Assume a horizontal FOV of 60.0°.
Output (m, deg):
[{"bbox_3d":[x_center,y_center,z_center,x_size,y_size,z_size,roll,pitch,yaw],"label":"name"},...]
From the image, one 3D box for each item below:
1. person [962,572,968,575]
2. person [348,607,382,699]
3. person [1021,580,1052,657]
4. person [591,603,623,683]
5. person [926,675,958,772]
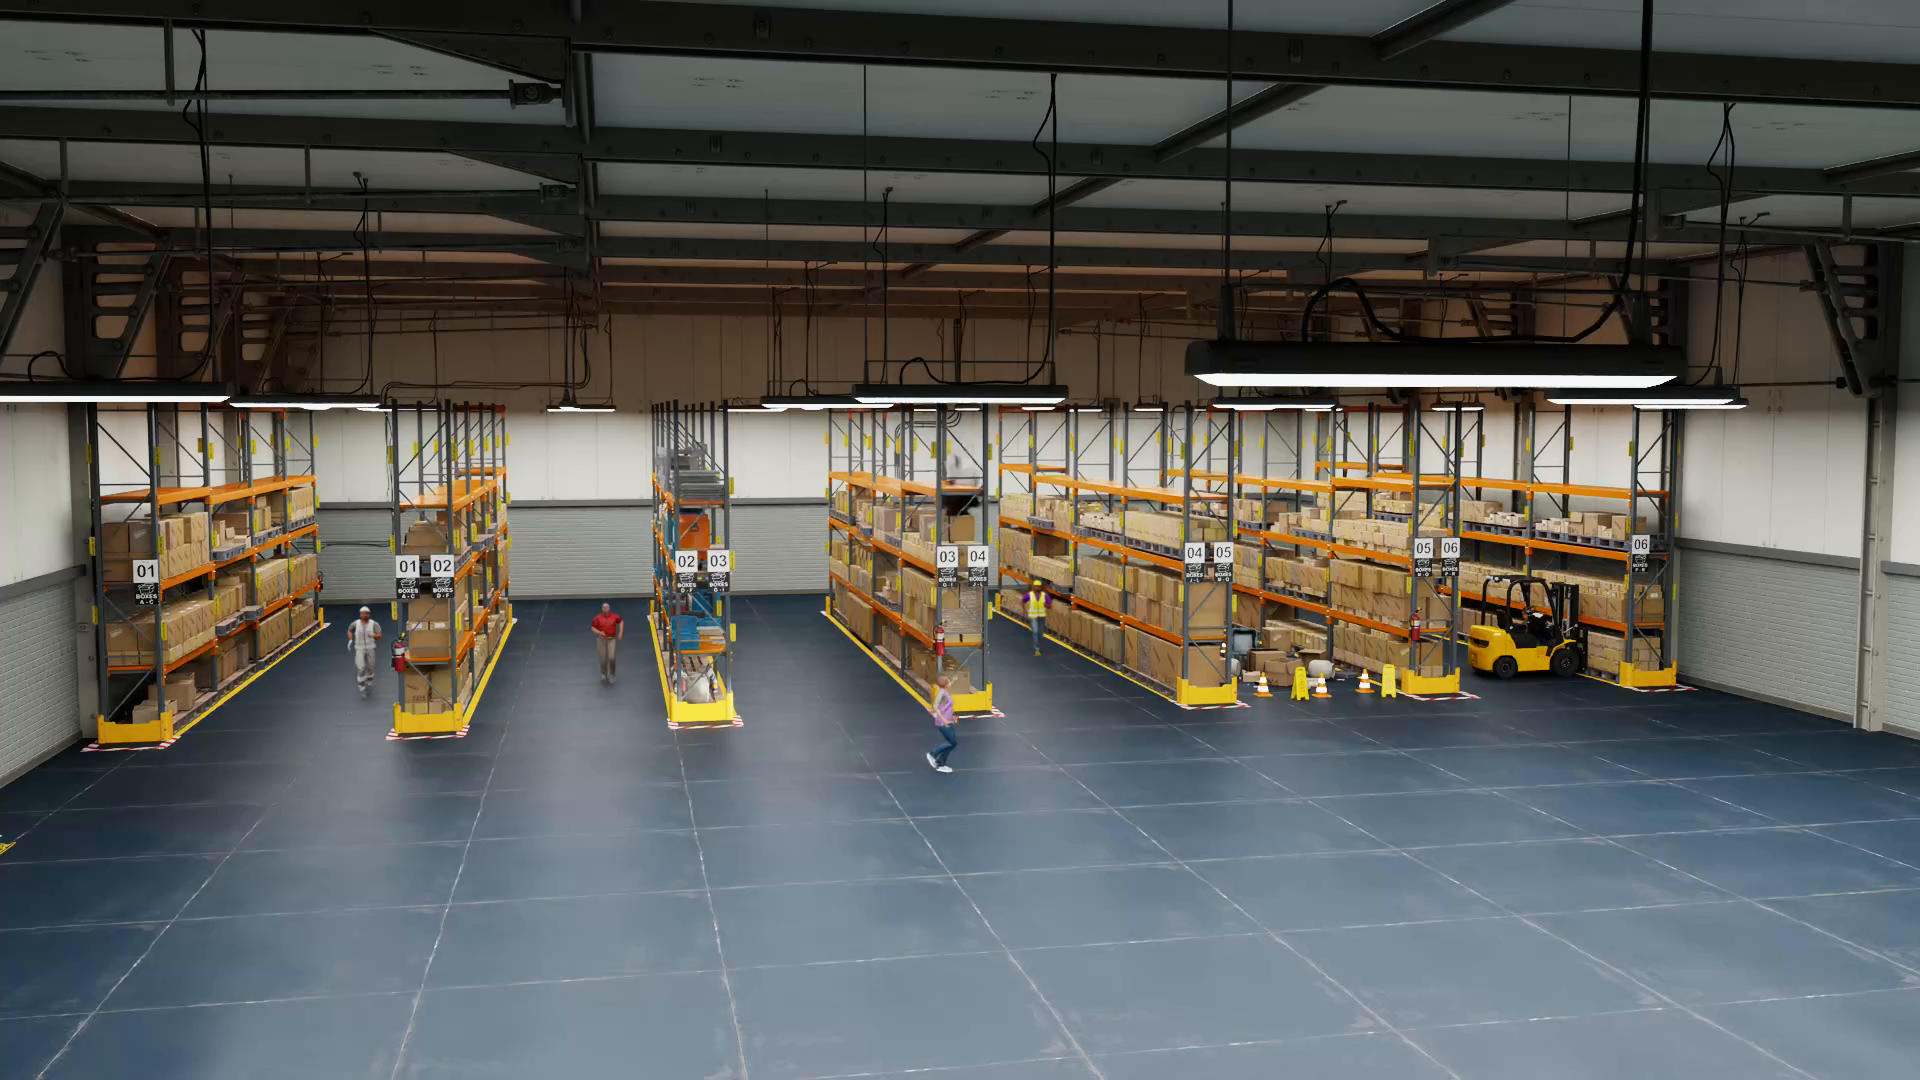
[{"bbox_3d":[0.385,1.370,46.091,0.670,1.741,0.624,-1,5,-17],"label":"person"},{"bbox_3d":[-12.103,2.264,33.829,0.651,1.835,0.852,-2,5,-23],"label":"person"},{"bbox_3d":[1.839,1.835,39.515,0.699,1.759,0.980,-1,4,-11],"label":"person"},{"bbox_3d":[-7.517,2.213,35.466,0.677,1.768,0.718,-1,4,-13],"label":"person"},{"bbox_3d":[-0.277,2.944,26.612,0.473,1.564,0.512,1,4,9],"label":"person"}]
